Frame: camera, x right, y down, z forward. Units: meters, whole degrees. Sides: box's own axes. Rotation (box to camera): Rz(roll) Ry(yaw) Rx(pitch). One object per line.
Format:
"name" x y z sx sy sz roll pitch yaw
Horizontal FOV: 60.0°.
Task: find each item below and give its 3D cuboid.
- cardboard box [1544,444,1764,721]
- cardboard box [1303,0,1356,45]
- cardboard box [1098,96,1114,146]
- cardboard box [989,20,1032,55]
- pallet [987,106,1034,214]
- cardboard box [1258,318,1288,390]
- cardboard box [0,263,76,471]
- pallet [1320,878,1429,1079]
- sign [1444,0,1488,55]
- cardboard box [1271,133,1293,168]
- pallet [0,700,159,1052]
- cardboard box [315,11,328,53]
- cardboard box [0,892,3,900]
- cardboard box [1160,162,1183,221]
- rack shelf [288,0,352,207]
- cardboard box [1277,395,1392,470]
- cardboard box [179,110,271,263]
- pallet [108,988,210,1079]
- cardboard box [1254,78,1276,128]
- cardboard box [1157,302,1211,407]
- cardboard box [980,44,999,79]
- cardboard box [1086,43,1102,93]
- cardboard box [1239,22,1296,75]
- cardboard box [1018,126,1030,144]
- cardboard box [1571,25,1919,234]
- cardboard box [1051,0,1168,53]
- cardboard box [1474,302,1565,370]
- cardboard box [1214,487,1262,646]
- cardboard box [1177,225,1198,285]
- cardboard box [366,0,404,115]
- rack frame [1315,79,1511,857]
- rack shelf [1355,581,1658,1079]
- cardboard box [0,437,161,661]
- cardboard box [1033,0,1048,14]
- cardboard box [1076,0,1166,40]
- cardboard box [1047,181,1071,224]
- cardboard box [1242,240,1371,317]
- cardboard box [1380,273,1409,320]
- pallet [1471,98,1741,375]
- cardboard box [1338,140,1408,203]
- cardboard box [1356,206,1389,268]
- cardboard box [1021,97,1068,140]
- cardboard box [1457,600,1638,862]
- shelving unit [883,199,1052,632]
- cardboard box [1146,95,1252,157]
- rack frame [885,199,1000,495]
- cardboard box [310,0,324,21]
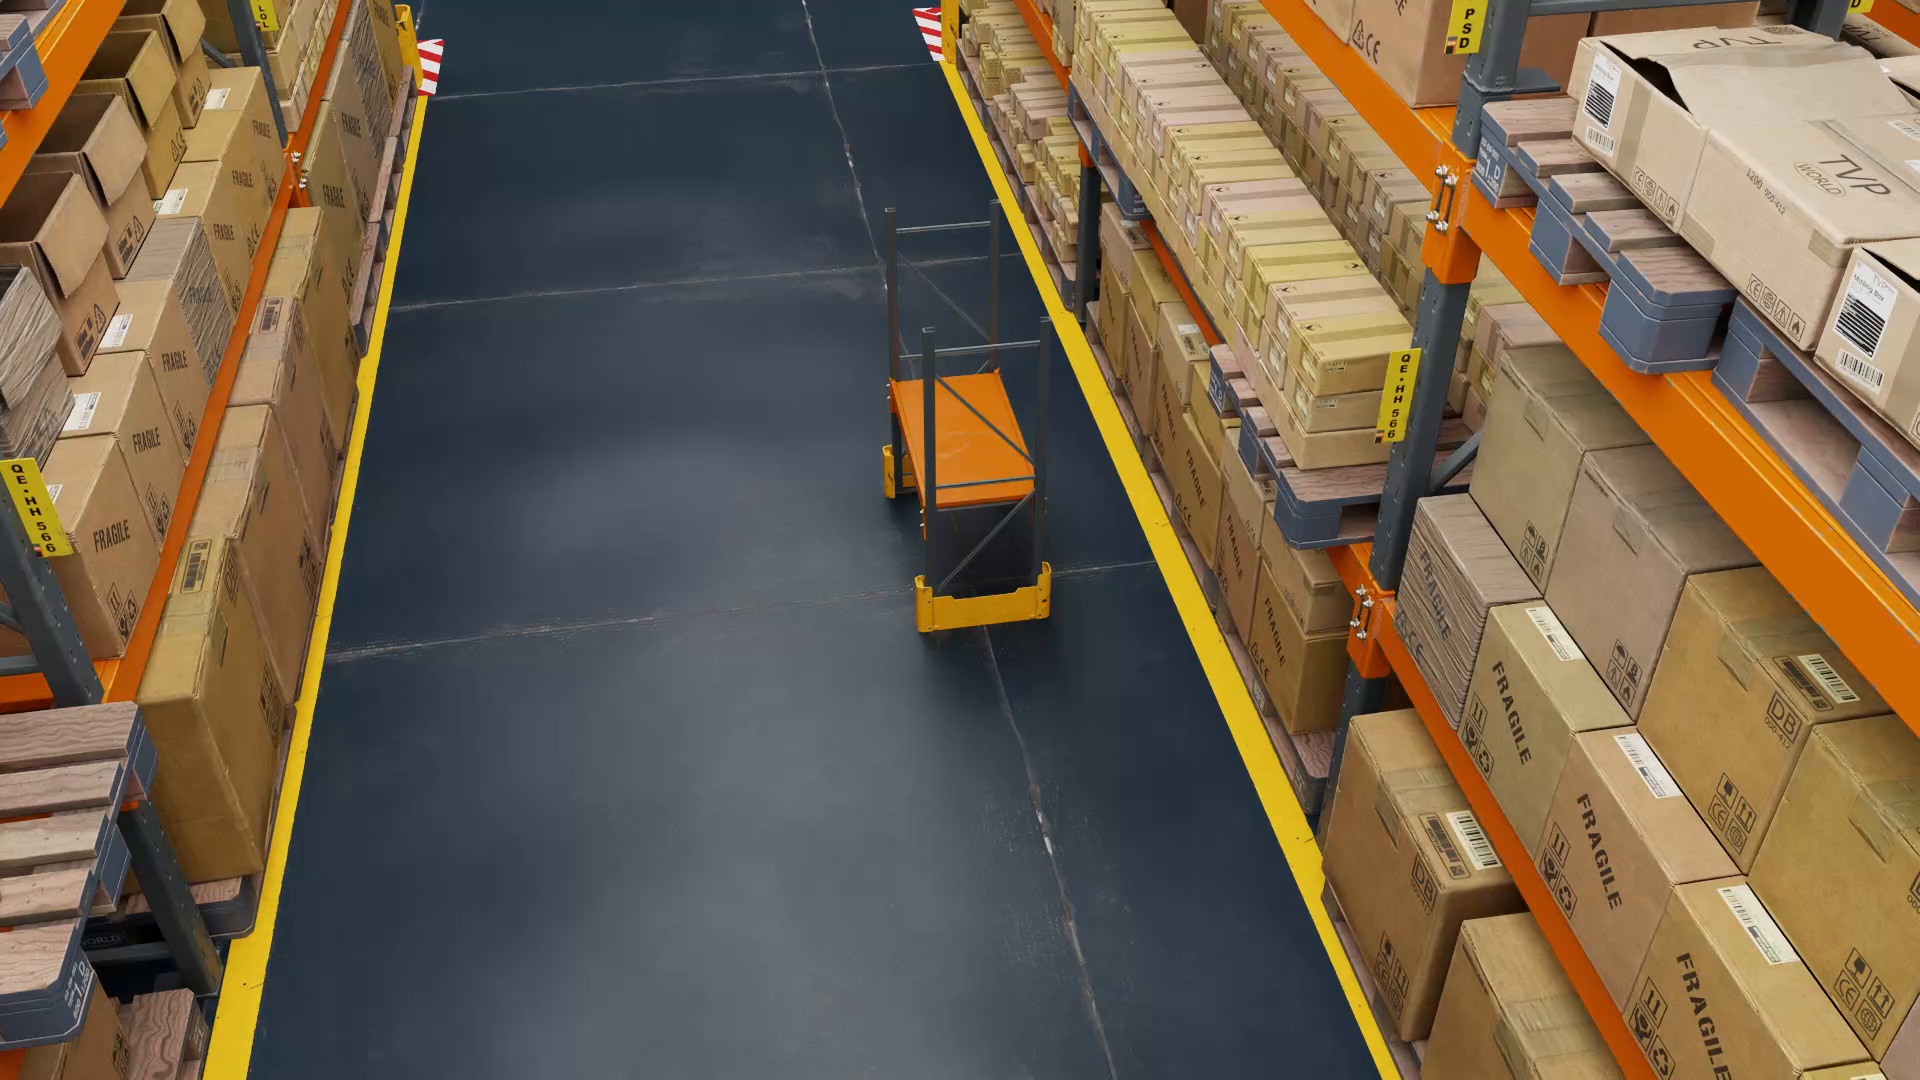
"cardboard box" 2.004 0.076 4.310 0.700 0.500 0.500 -7 38 -9
"cardboard box" 1.394 -1.909 5.236 0.500 0.500 0.500 -6 38 -8
"cardboard box" 0.854 -1.944 7.670 0.380 0.149 0.250 -6 38 -8
"cardboard box" 0.410 -3.361 11.127 0.380 0.149 0.250 -8 39 -10
"pallet" 0.774 -2.522 10.824 1.003 0.211 1.213 -6 38 -8
"cardboard box" 1.262 -0.662 5.777 0.380 0.149 0.250 -5 38 -6
"cardboard box" -3.168 -0.474 5.015 0.797 0.503 0.637 -5 38 -6
"pallet" 1.909 1.518 5.623 1.003 0.211 1.213 -6 38 -8
"sign" 1.310 -1.399 4.239 0.100 0.325 0.005 -6 38 -8
"cardboard box" 1.594 -1.705 7.362 0.380 0.149 0.250 -8 39 -10
"pallet" -2.826 0.900 4.303 1.213 0.211 1.003 -6 38 -8
"cardboard box" -3.667 -2.757 9.058 0.380 0.149 0.250 -7 38 -9
"cardboard box" -2.725 0.848 3.789 0.700 0.500 0.500 -1 38 -1
"cardboard box" 1.036 -1.435 6.773 0.380 0.149 0.250 -7 38 -9
"rack shelf" -4.108 -2.935 9.669 1.077 0.370 4.000 -6 38 -8
"cardboard box" 1.306 -0.382 5.659 0.380 0.149 0.250 -6 38 -7
"cardboard box" -3.326 -1.497 7.151 0.500 0.500 0.500 -5 38 -7
"pallet" -2.920 1.979 5.031 1.003 0.211 1.213 -6 38 -8
"cardboard box" 1.548 -1.974 7.466 0.380 0.149 0.250 -7 38 -9
"cardboard box" 1.194 -0.853 7.487 0.500 0.250 0.500 -5 38 -6
"cardboard box" 0.342 -3.236 11.209 0.380 0.149 0.250 -5 38 -7
"cardboard box" 0.807 -2.223 7.787 0.380 0.149 0.250 -7 38 -9
"cardboard box" 1.498 -2.245 7.572 0.380 0.149 0.250 -7 38 -9
"cardboard box" 0.579 -2.513 10.521 0.380 0.149 0.250 -6 38 -7
"cardboard box" 1.755 -0.961 3.746 0.500 0.311 0.500 -6 38 -8
"cardboard box" 0.781 -2.902 8.716 0.500 0.500 0.500 -6 38 -8
"cardboard box" 1.954 -0.671 5.547 0.380 0.149 0.250 -6 38 -8
"cardboard box" 1.385 0.071 6.909 0.500 0.500 0.500 -5 38 -6
"cardboard box" 1.086 -1.157 6.657 0.380 0.149 0.250 -5 38 -7
"cardboard box" -4.267 -3.375 11.039 0.875 0.875 0.875 -6 38 -8
"rack frame" 1.845 -0.067 5.391 1.000 3.000 0.127 -6 38 -8
"rack shelf" 2.196 1.425 4.057 1.077 0.370 4.000 -6 38 -8
"cardboard box" -2.873 0.043 5.168 0.500 0.500 0.500 -5 38 -7
"cardboard box" 0.625 -3.162 9.580 0.380 0.149 0.250 -8 39 -10
"cardboard box" 0.760 -2.497 7.897 0.380 0.149 0.250 -4 38 -6
"cardboard box" 0.716 -1.959 9.565 0.380 0.149 0.250 -8 39 -10
"cardboard box" 1.220 -0.925 5.874 0.380 0.149 0.250 -5 38 -7
"cardboard box" 1.822 -0.913 6.343 0.380 0.149 0.250 -5 38 -6
"pallet" 2.010 -0.794 4.036 1.213 0.211 1.003 -5 38 -6
"cardboard box" 1.723 -1.462 6.565 0.380 0.149 0.250 -5 38 -7
"cardboard box" 1.771 -1.192 6.459 0.380 0.149 0.250 -6 38 -8
"cardboard box" 0.583 -2.563 10.101 0.380 0.149 0.250 -8 39 -10
"cardboard box" 1.750 0.500 4.579 0.500 0.500 0.500 -7 38 -8
"shelving unit" 0.013 -0.546 7.231 0.587 1.500 1.083 -6 38 -8
"cardboard box" 0.988 -1.716 6.892 0.380 0.149 0.250 -5 38 -6
"rack frame" -0.074 -0.848 7.619 0.500 1.500 0.032 -6 38 -8
"cardboard box" -3.760 -2.994 9.039 0.500 0.250 0.500 -5 38 -7
